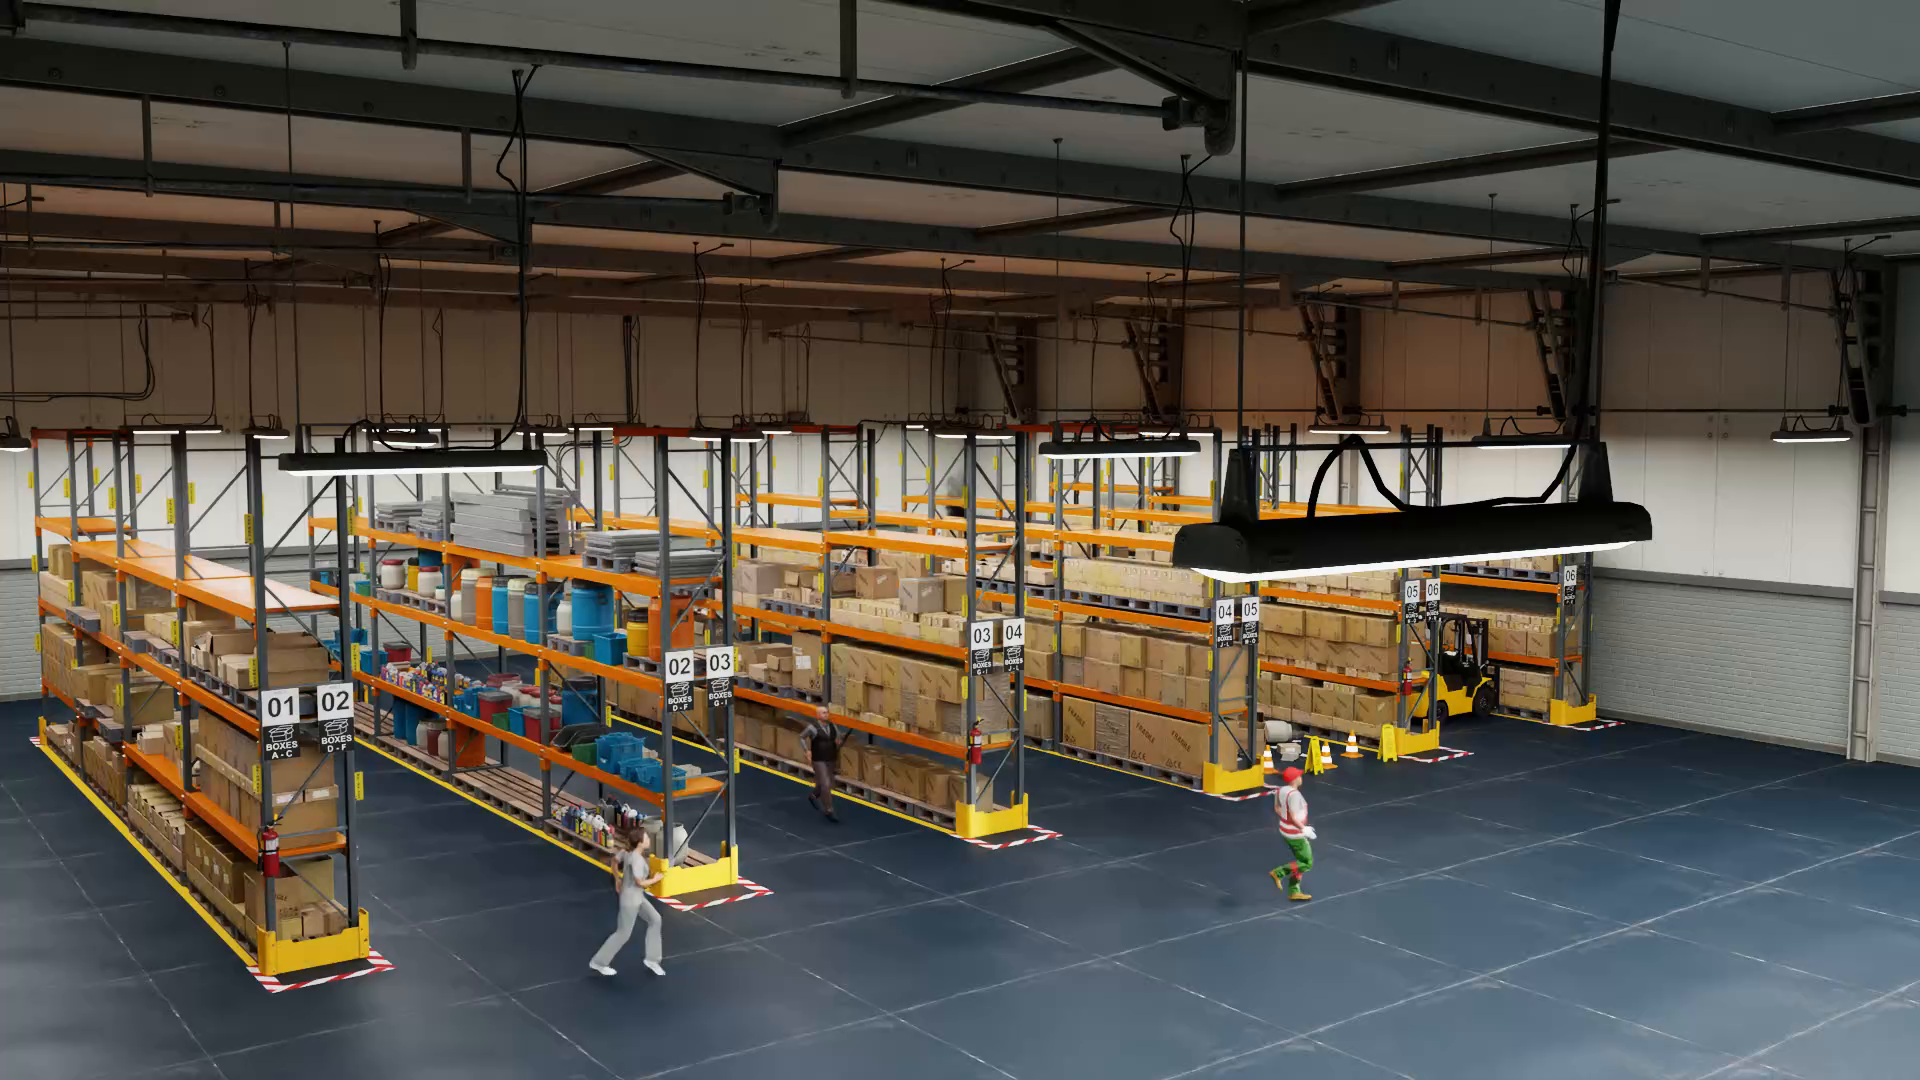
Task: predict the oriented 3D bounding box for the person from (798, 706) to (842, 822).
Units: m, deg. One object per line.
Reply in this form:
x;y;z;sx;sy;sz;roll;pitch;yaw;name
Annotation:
-2.110;3.428;25.714;0.652;1.714;0.960;-4;6;-42;person

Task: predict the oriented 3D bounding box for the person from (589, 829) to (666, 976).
-3.700;4.056;18.476;0.842;1.698;0.587;-1;5;-17;person

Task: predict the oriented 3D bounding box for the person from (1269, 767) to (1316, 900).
4.243;3.782;21.429;0.606;1.740;0.658;-1;5;-11;person

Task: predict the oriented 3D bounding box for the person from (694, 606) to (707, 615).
-6.381;2.299;40.183;0.706;1.765;0.921;2;5;24;person
